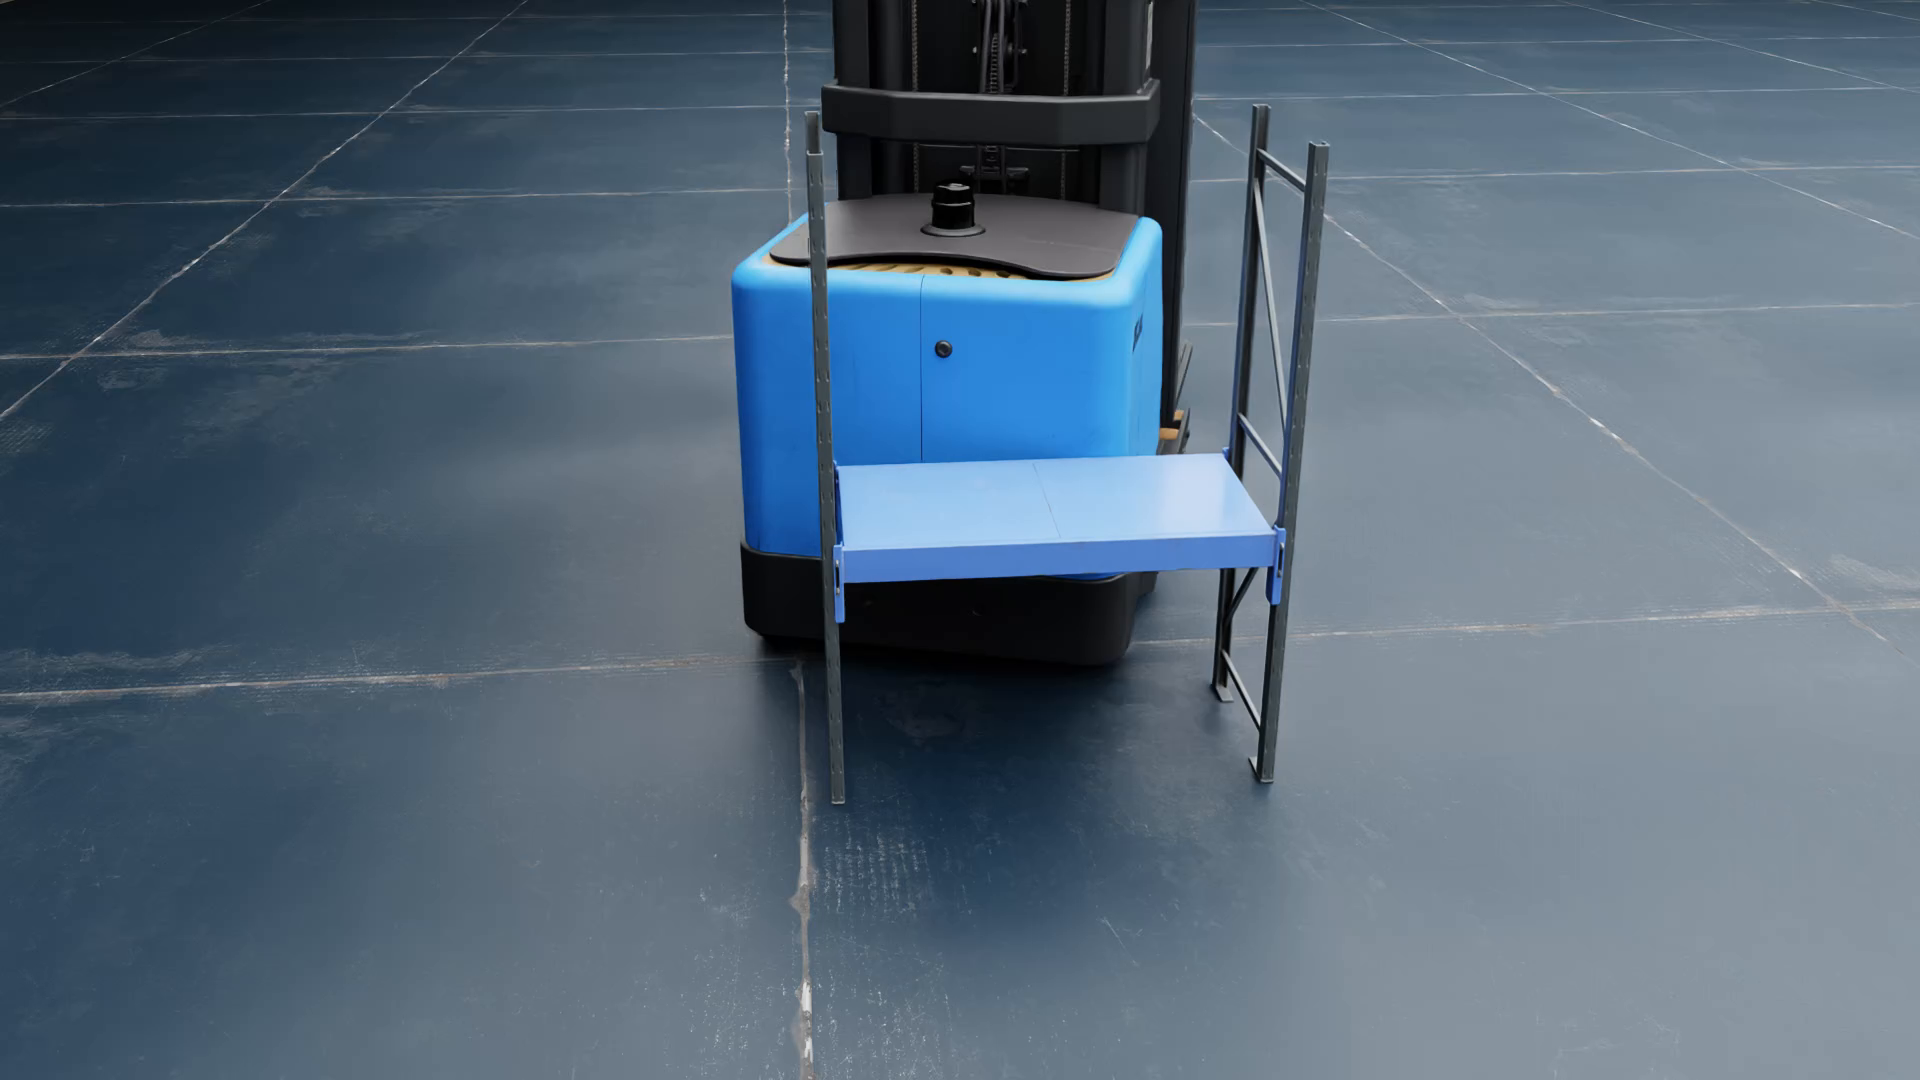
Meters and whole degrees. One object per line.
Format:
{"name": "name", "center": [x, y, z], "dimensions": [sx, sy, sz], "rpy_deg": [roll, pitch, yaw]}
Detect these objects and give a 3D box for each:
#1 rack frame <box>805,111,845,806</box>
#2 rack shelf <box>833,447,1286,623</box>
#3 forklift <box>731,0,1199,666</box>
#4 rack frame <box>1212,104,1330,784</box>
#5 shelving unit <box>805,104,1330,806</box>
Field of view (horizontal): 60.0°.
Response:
{"name": "rack frame", "center": [-0.307, -0.169, 3.784], "dimensions": [0.032, 1.500, 0.500], "rpy_deg": [-2, 24, -5]}
{"name": "rack shelf", "center": [0.200, -0.024, 3.900], "dimensions": [1.000, 0.185, 0.538], "rpy_deg": [-2, 24, -5]}
{"name": "forklift", "center": [0.210, -1.583, 5.202], "dimensions": [1.130, 2.935, 3.031], "rpy_deg": [5, 24, 11]}
{"name": "rack frame", "center": [0.706, -0.207, 3.870], "dimensions": [0.032, 1.500, 0.500], "rpy_deg": [-2, 24, -5]}
{"name": "shelving unit", "center": [0.200, -0.188, 3.827], "dimensions": [1.048, 1.500, 0.538], "rpy_deg": [-2, 24, -5]}
